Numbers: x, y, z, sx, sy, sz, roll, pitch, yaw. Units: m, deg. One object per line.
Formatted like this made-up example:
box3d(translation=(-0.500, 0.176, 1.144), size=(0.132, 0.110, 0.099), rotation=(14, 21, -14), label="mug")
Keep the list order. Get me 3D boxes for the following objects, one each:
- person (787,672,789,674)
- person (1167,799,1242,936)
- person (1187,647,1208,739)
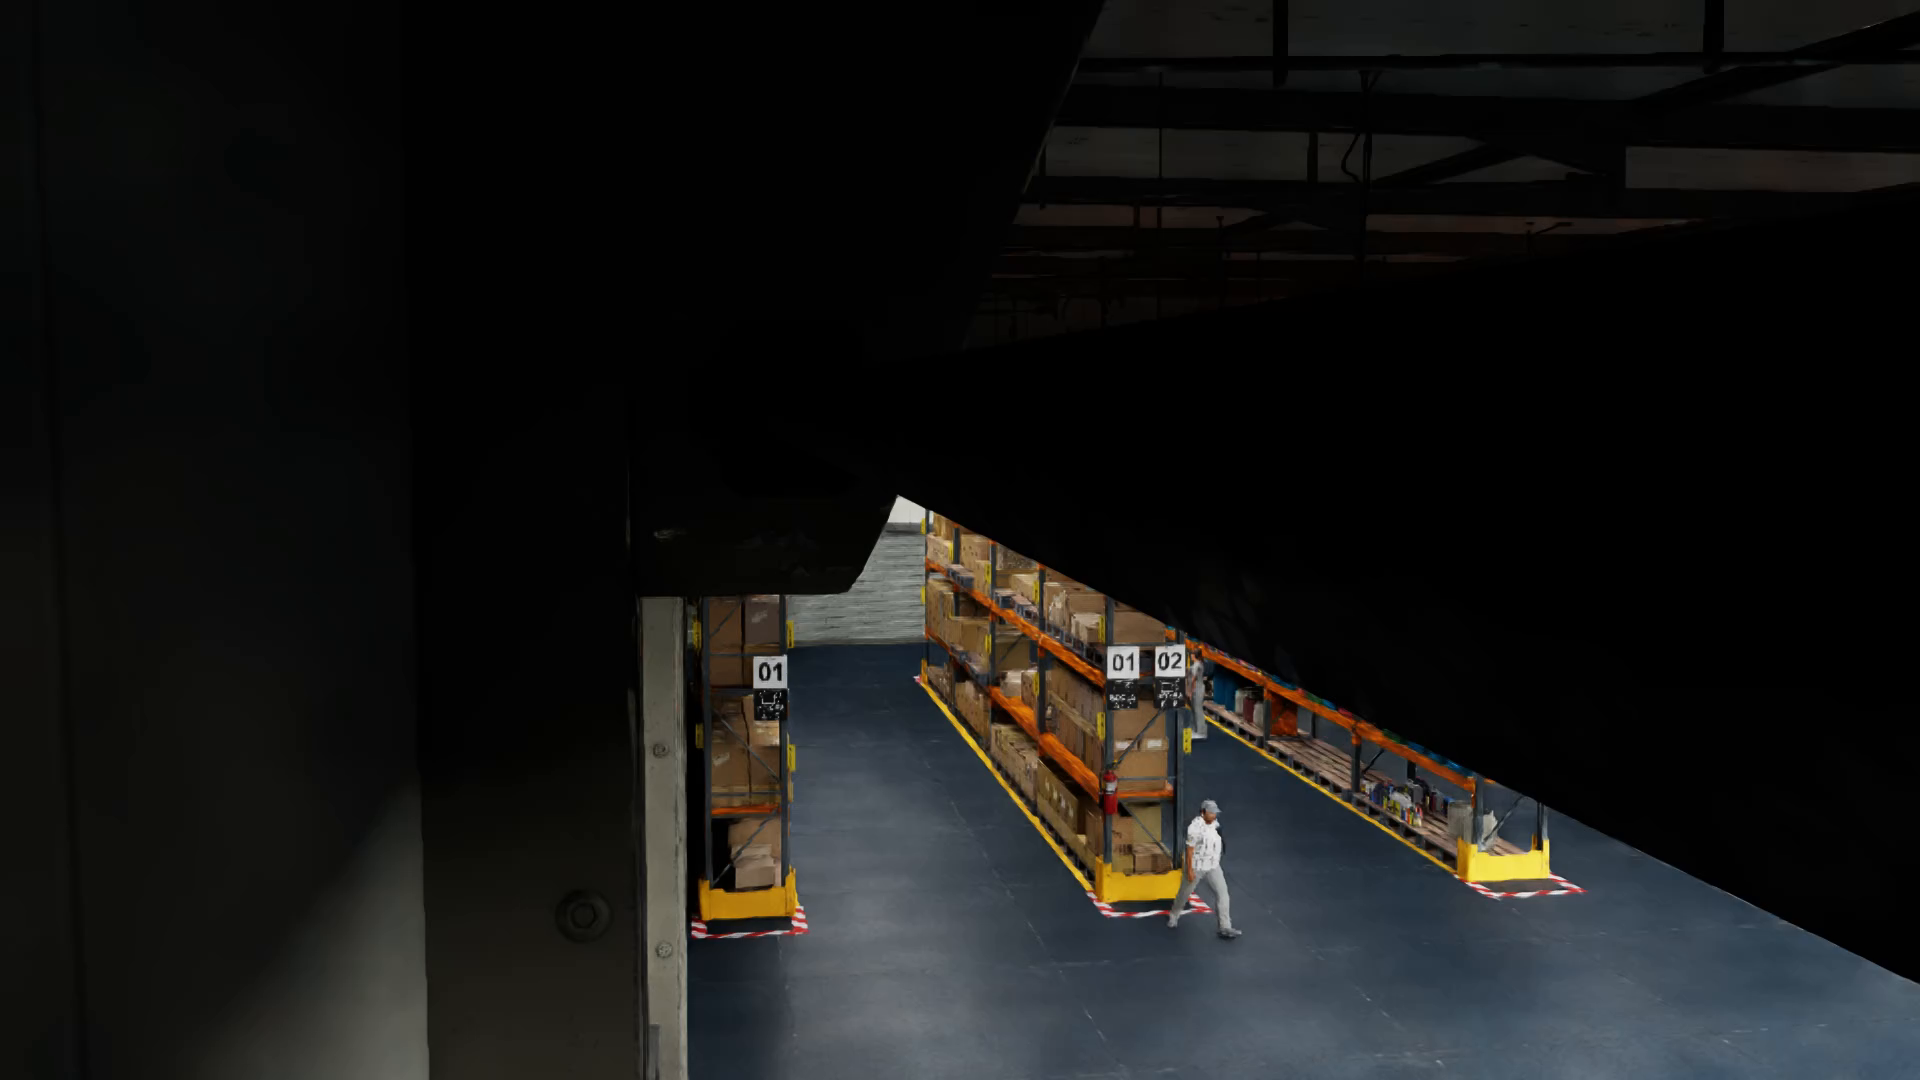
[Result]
box3d(translation=(-4.305, 2.186, 37.392), size=(0.712, 1.695, 0.831), rotation=(-3, 6, -27), label="person")
box3d(translation=(2.847, 3.816, 19.507), size=(0.523, 1.611, 0.931), rotation=(-3, 6, -32), label="person")
box3d(translation=(4.330, 2.791, 30.642), size=(0.544, 1.671, 0.521), rotation=(2, 5, 20), label="person")
